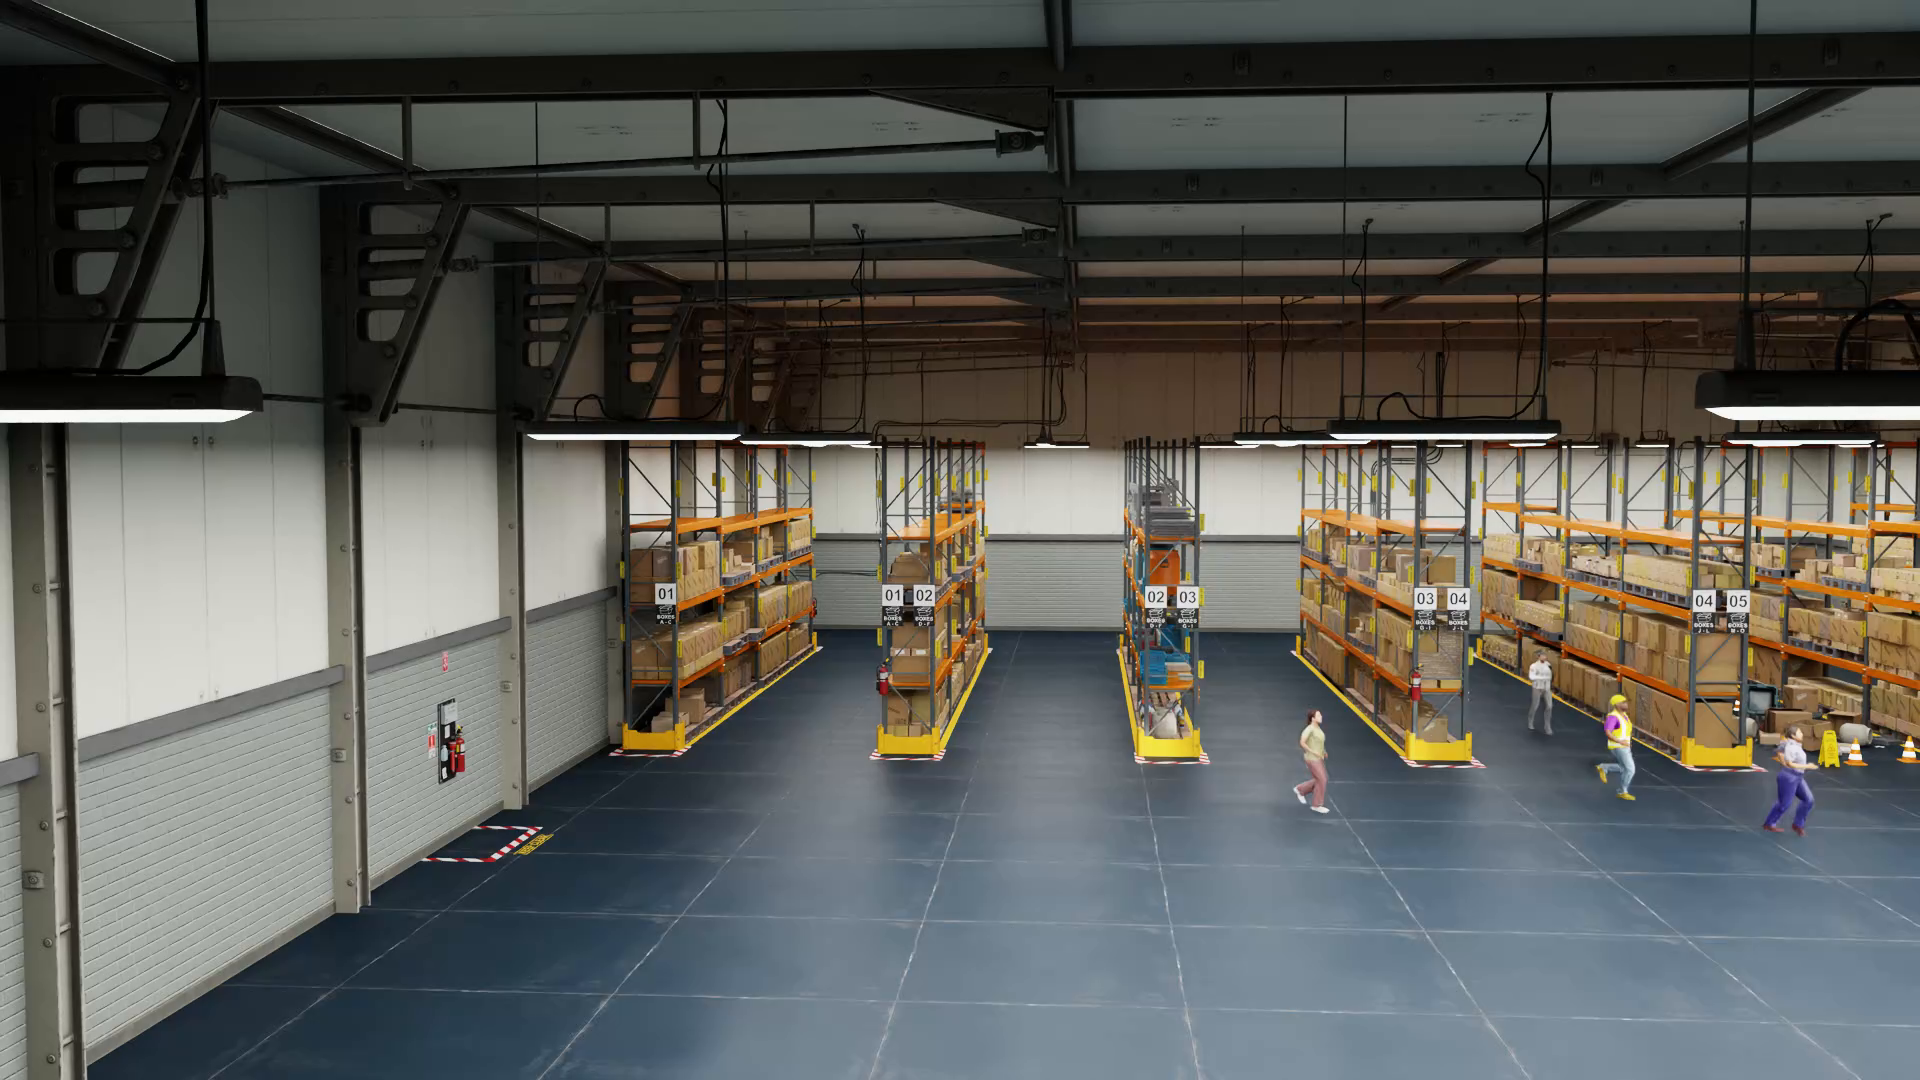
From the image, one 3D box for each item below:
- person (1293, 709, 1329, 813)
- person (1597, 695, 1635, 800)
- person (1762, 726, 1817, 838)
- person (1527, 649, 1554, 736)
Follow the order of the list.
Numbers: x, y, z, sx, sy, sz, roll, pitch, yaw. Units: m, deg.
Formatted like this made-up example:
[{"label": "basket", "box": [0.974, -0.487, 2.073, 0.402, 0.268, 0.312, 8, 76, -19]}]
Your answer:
[{"label": "person", "box": [5.569, 3.490, 26.416, 0.618, 1.644, 0.589, 2, 4, 31]}, {"label": "person", "box": [10.852, 3.405, 27.497, 0.661, 1.708, 0.720, 2, 4, 36]}, {"label": "person", "box": [12.310, 3.596, 24.633, 0.733, 1.703, 0.572, 3, 4, 40]}, {"label": "person", "box": [11.789, 3.069, 33.773, 0.600, 1.764, 0.789, 0, 3, -8]}]
